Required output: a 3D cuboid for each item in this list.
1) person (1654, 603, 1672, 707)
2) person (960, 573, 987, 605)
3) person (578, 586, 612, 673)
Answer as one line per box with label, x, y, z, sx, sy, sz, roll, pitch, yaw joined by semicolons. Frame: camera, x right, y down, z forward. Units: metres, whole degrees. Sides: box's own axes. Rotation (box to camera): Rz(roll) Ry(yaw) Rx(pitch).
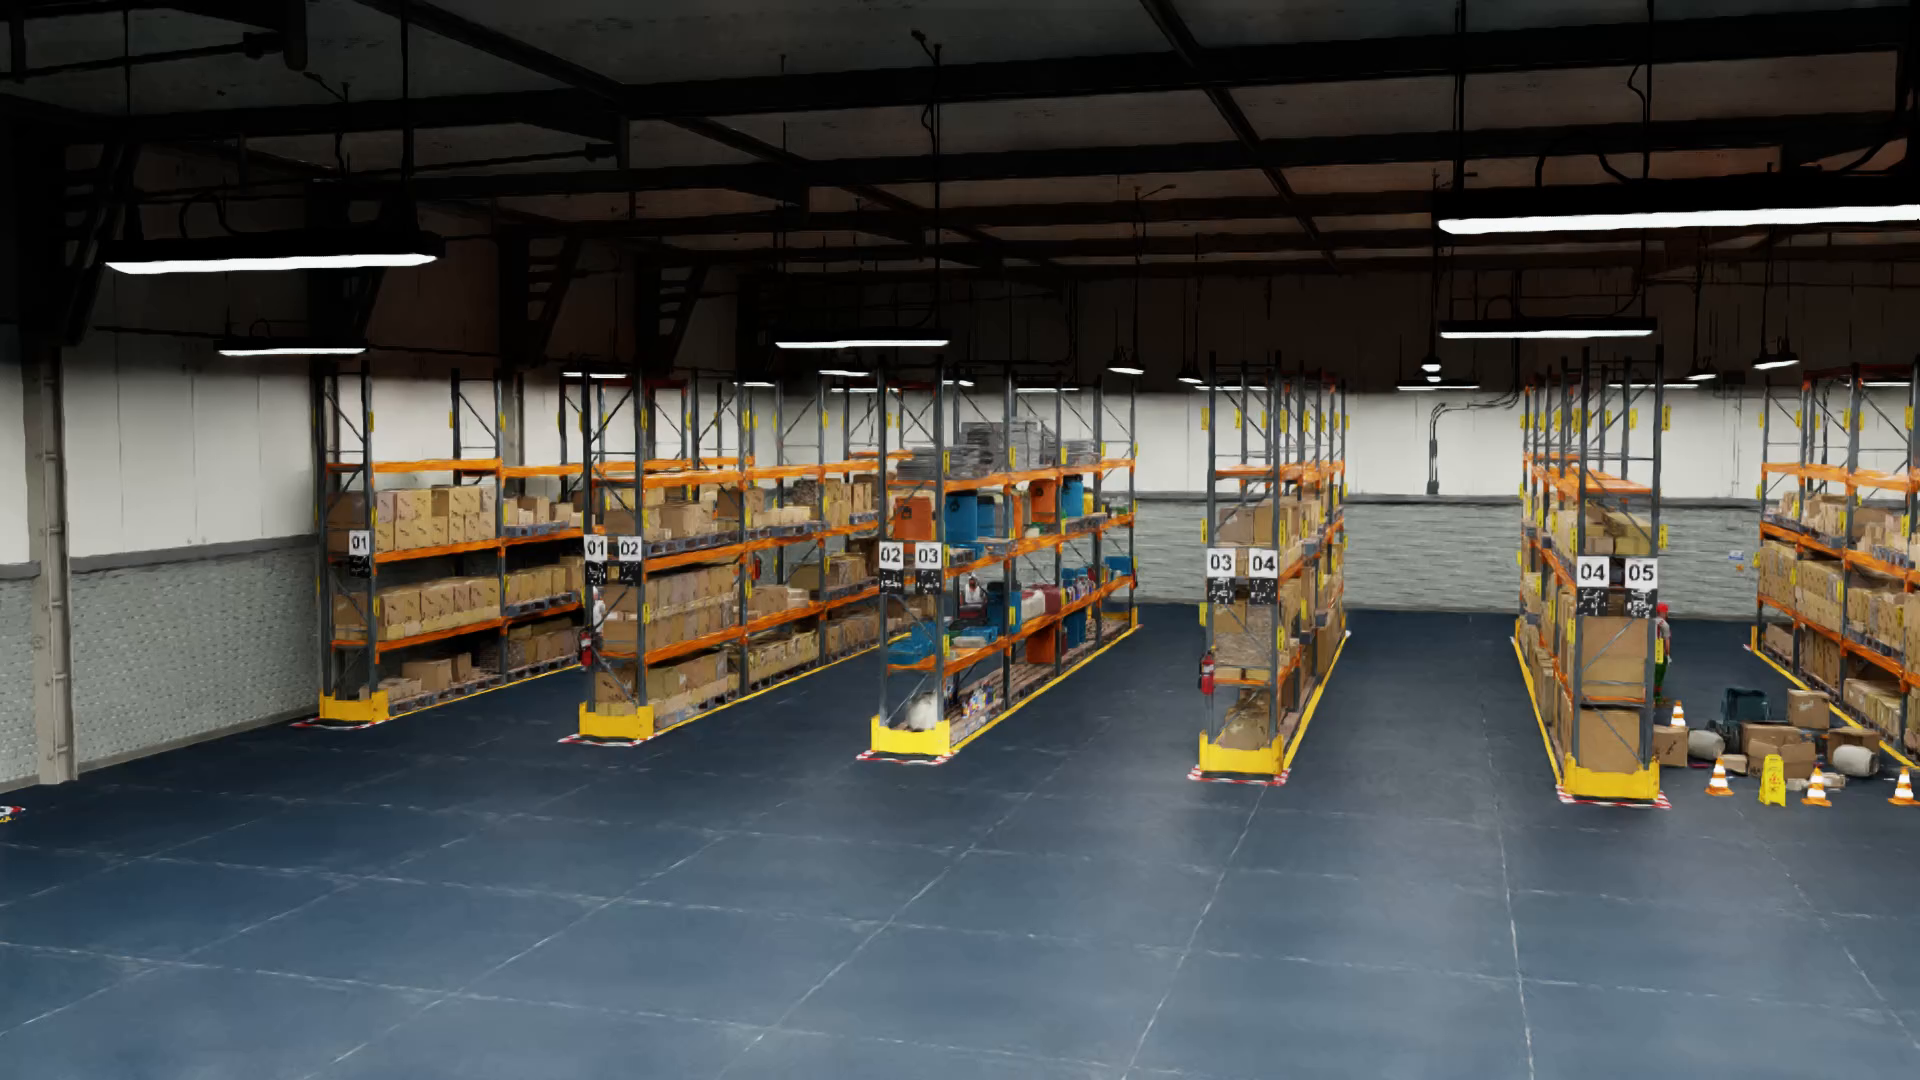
person;12.345;1.999;29.254;0.468;1.794;0.625;0;4;-6
person;0.298;1.564;36.074;0.677;1.742;0.552;1;4;15
person;-7.270;1.769;33.224;0.555;1.725;1.029;1;4;15
